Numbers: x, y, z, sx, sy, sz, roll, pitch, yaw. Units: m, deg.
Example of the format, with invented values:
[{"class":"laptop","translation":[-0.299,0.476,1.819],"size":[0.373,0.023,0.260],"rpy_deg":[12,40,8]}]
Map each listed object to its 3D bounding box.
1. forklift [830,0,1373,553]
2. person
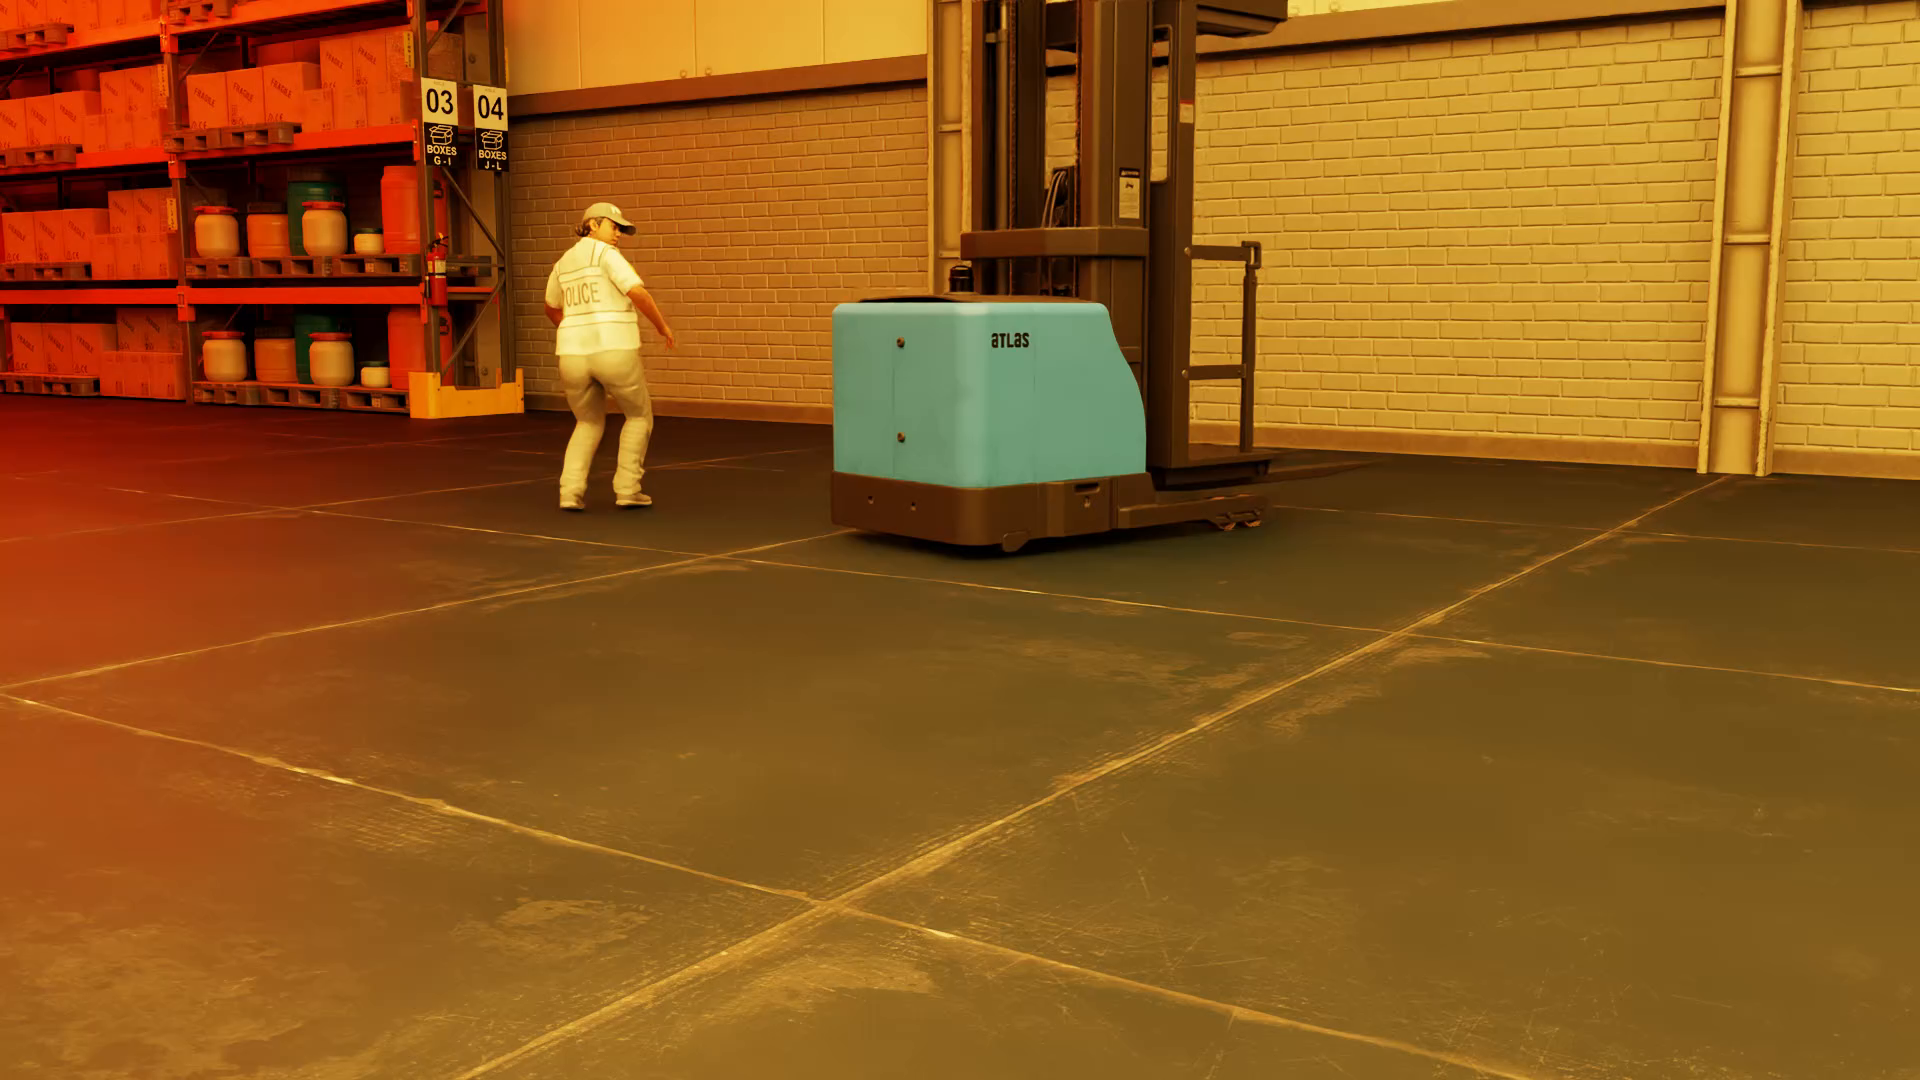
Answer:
[{"class":"forklift","translation":[0.855,-1.544,8.048],"size":[3.031,2.935,1.130],"rpy_deg":[-7,11,-40]},{"class":"person","translation":[-1.859,-0.941,8.707],"size":[0.719,1.622,0.630],"rpy_deg":[3,9,21]}]
